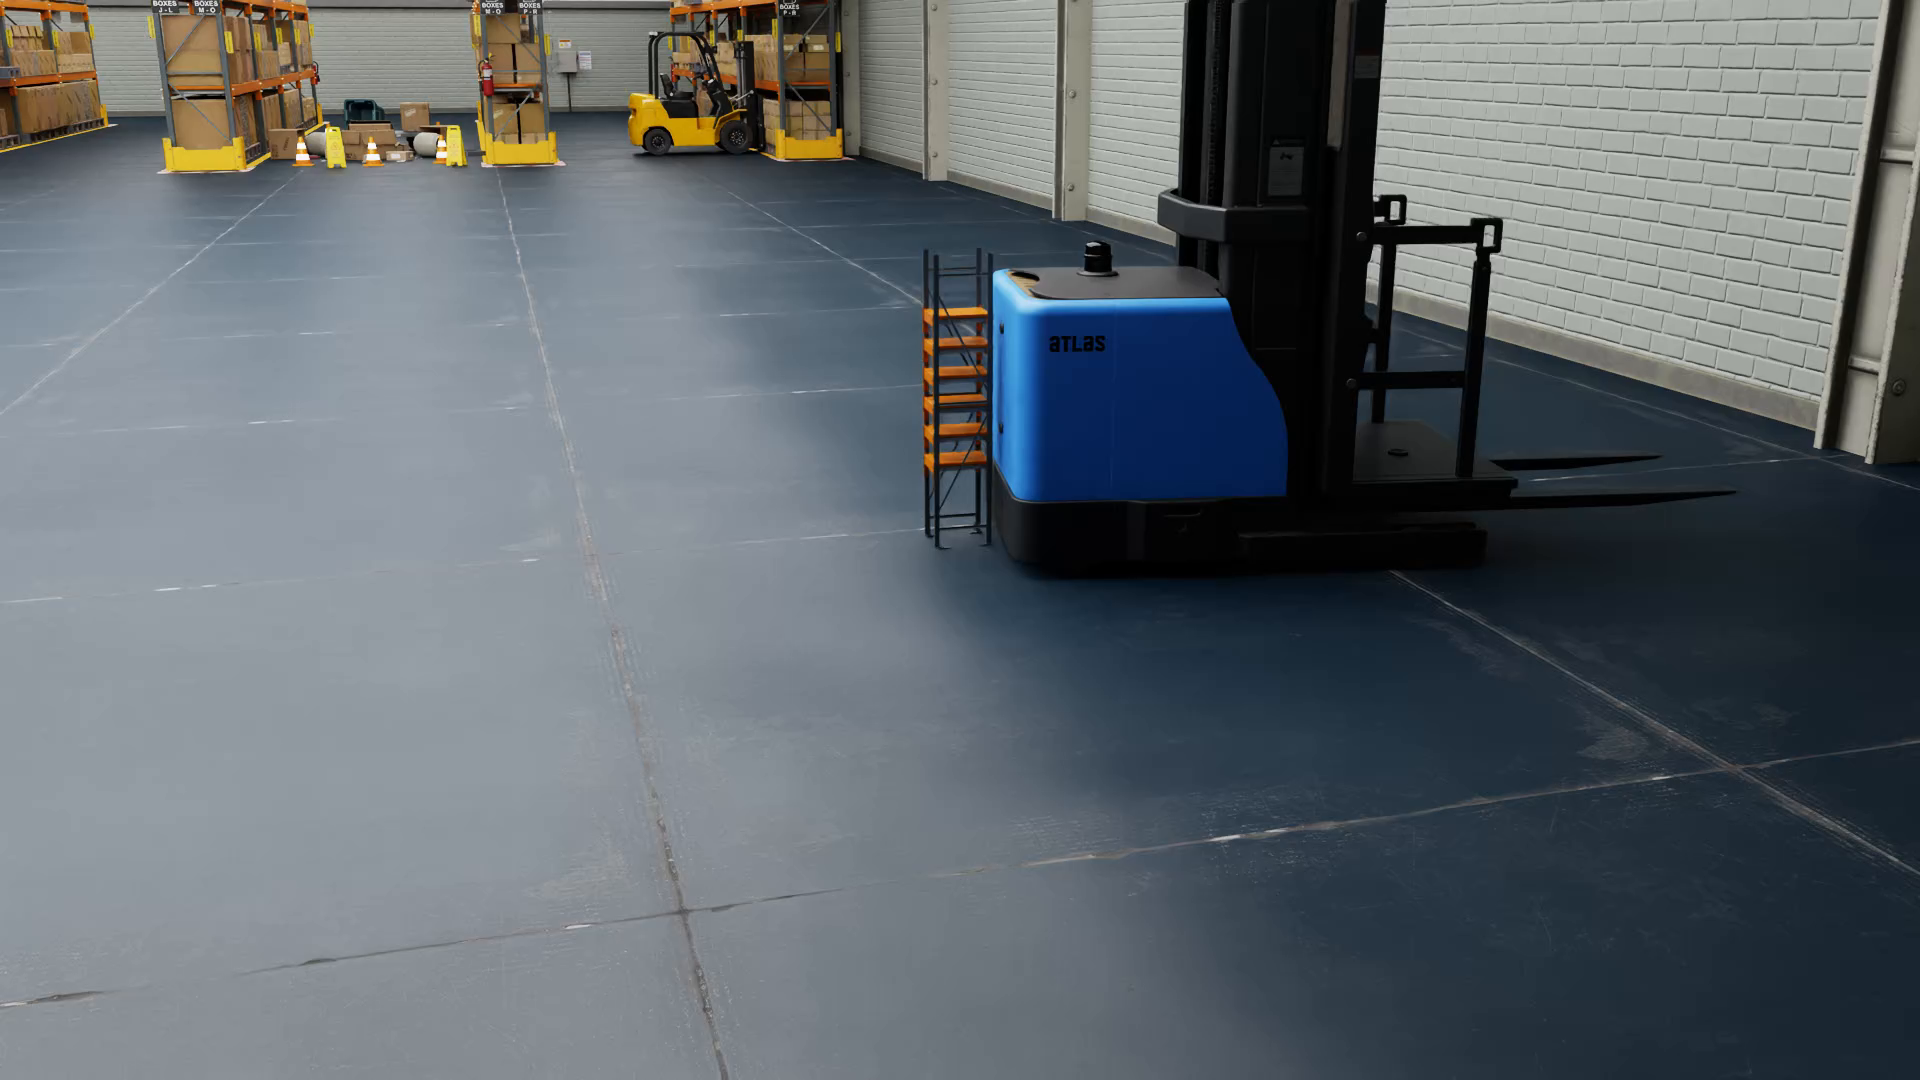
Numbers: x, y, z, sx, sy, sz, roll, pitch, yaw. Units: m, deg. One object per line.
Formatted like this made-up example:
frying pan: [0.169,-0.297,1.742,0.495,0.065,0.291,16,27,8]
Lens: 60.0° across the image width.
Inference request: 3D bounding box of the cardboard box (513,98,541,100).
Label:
cardboard box: [-8.134,-8.063,31.328,0.500,0.500,0.500,-5,17,-16]

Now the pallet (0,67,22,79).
pallet: [-18.884,-9.005,32.049,1.213,0.211,1.003,-5,17,-15]

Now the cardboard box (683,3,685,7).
cardboard box: [-6.678,-13.318,41.297,0.380,0.149,0.250,-5,17,-15]

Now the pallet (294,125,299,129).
pallet: [-14.931,-8.867,36.104,1.003,0.211,1.213,-5,17,-15]

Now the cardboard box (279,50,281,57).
cardboard box: [-14.616,-10.310,35.249,0.380,0.149,0.250,-5,17,-15]

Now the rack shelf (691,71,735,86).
rack shelf: [-5.432,-10.671,38.513,1.077,0.370,4.000,-5,17,-15]

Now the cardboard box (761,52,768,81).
cardboard box: [-3.347,-8.699,30.523,0.500,0.500,0.500,-5,17,-16]

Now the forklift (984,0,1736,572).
forklift: [1.660,-1.440,6.651,3.031,2.935,1.130,-2,17,-6]

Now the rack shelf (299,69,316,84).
rack shelf: [-16.035,-10.965,39.491,1.077,0.370,4.000,-5,17,-15]

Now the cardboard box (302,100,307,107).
cardboard box: [-15.601,-10.282,39.160,0.380,0.149,0.250,-4,17,-14]

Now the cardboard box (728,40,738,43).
cardboard box: [-4.874,-10.866,37.008,0.500,0.500,0.500,-4,17,-13]

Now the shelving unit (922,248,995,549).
shelving unit: [-0.009,-0.571,6.767,0.258,1.200,0.189,-4,17,-13]

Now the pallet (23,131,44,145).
pallet: [-19.327,-8.174,33.797,1.003,0.211,1.213,-5,17,-15]

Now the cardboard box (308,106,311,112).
cardboard box: [-15.711,-10.285,39.686,0.380,0.149,0.250,-5,17,-15]

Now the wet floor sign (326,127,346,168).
wet floor sign: [-10.276,-6.458,27.328,0.267,0.644,0.232,-8,18,-25]

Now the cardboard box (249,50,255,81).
cardboard box: [-13.174,-8.514,29.820,0.875,0.550,0.550,-5,17,-15]

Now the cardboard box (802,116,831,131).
cardboard box: [-2.614,-7.520,29.952,0.500,0.250,0.500,-4,17,-14]

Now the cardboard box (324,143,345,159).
cardboard box: [-11.043,-6.904,29.474,0.396,0.266,0.258,-2,17,-6]

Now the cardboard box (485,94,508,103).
cardboard box: [-8.092,-7.707,29.014,0.380,0.149,0.250,-4,17,-14]

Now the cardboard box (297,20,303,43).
cardboard box: [-15.641,-11.853,38.769,0.500,0.500,0.500,-4,17,-14]

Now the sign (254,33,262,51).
sign: [-12.753,-9.040,30.190,0.100,0.325,0.005,-5,17,-15]

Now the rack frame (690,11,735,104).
rack frame: [-5.982,-11.569,40.251,1.000,3.000,0.127,-5,17,-15]

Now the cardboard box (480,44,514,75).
cardboard box: [-7.870,-8.175,28.261,0.500,0.500,0.500,-5,17,-16]

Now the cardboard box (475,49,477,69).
cardboard box: [-11.997,-12.174,42.093,0.500,0.500,0.500,-5,17,-16]

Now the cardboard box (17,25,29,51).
cardboard box: [-19.735,-10.383,34.385,0.797,0.503,0.637,-4,17,-13]

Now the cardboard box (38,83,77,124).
cardboard box: [-20.386,-9.764,37.207,0.875,0.875,0.875,-5,17,-15]

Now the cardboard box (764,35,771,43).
cardboard box: [-3.356,-9.107,30.237,0.380,0.149,0.250,-4,17,-14]

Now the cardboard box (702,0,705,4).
cardboard box: [-5.534,-12.227,37.490,0.500,0.250,0.500,-5,17,-15]

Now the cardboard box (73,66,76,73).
cardboard box: [-20.400,-10.738,37.922,0.380,0.149,0.250,-4,17,-15]

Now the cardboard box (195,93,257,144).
cardboard box: [-13.181,-7.547,29.826,0.875,0.875,0.875,-4,17,-14]

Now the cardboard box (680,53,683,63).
cardboard box: [-6.773,-12.180,42.029,0.500,0.250,0.500,-5,17,-17]

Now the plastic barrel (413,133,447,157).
plastic barrel: [-9.479,-7.074,29.765,0.512,0.421,0.421,7,18,23]

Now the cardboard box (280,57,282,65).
cardboard box: [-14.614,-10.167,35.291,0.380,0.149,0.250,-4,17,-13]

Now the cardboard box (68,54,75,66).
cardboard box: [-20.439,-10.894,37.748,0.500,0.250,0.500,-4,17,-14]

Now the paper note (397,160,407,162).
paper note: [-9.629,-6.538,28.665,0.148,0.019,0.142,-12,20,-34]

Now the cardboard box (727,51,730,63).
cardboard box: [-4.568,-10.064,34.633,0.500,0.250,0.500,-4,17,-14]

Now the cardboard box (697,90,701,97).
cardboard box: [-6.139,-10.763,40.057,0.380,0.149,0.250,-4,17,-13]

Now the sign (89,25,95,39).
sign: [-20.856,-12.205,39.946,0.100,0.325,0.005,-5,17,-15]

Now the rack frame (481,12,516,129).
rack frame: [-10.753,-11.175,38.941,1.000,3.000,0.127,-5,17,-15]

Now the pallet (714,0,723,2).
pallet: [-4.610,-11.628,35.562,1.213,0.211,1.003,-4,17,-13]

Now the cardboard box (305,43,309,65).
cardboard box: [-15.928,-11.666,39.886,0.500,0.500,0.500,-5,17,-15]

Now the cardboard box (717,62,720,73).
cardboard box: [-4.996,-10.248,36.116,0.500,0.250,0.500,-5,17,-15]

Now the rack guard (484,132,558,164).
rack guard: [-7.477,-6.680,28.321,1.175,0.500,0.348,-5,17,-15]

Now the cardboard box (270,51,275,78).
cardboard box: [-13.731,-9.318,32.583,0.500,0.500,0.500,-5,17,-16]

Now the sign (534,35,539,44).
sign: [-8.035,-9.422,31.600,0.100,0.325,0.005,-5,17,-15]

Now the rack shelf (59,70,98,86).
rack shelf: [-20.832,-10.600,38.278,1.077,0.370,4.000,-5,17,-15]

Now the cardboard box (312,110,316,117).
cardboard box: [-16.071,-10.506,40.939,0.380,0.149,0.250,-4,17,-14]

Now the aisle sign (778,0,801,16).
aisle sign: [-2.948,-9.453,28.689,0.394,0.787,0.004,-5,17,-15]

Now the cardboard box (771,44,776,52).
cardboard box: [-3.148,-8.750,29.566,0.380,0.149,0.250,-4,17,-14]
